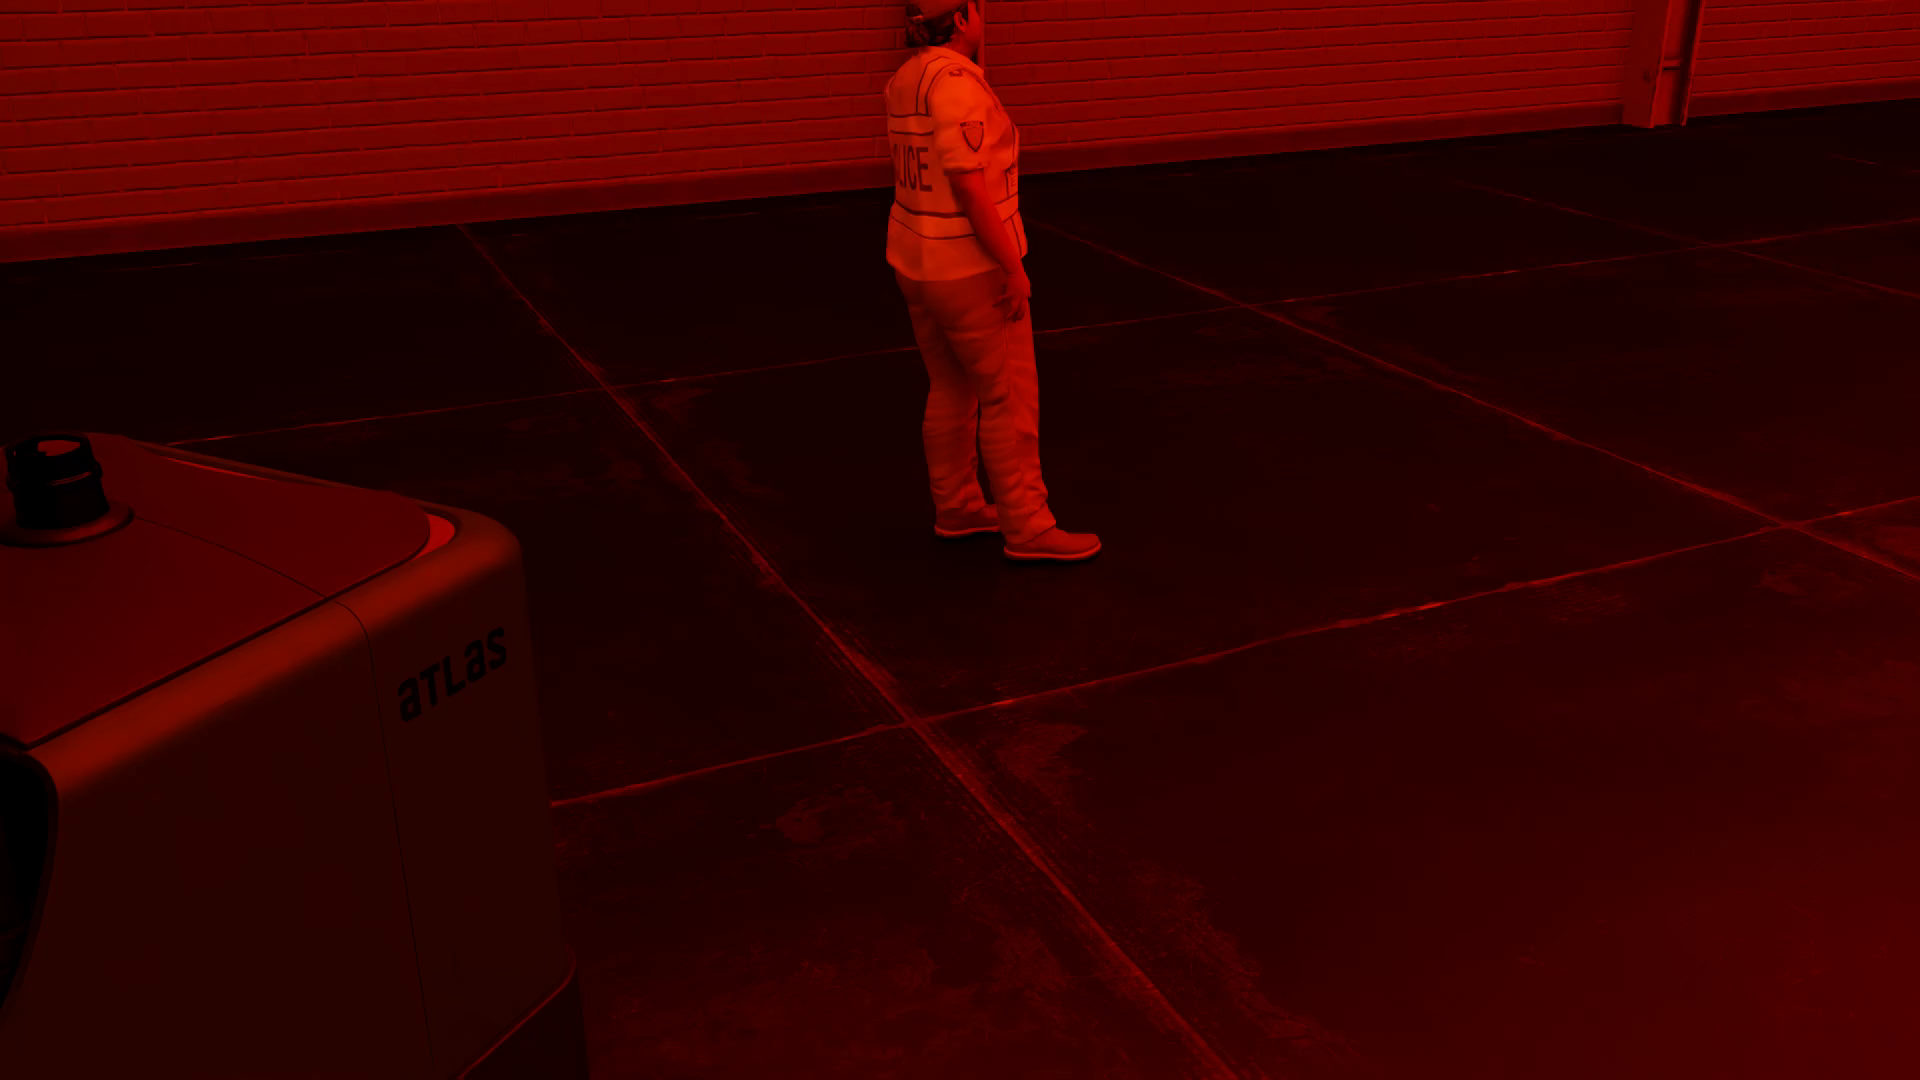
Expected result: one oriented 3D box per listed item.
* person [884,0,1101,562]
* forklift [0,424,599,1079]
[{"bbox_3d":[0.079,-0.782,4.795,0.529,1.670,0.598,-10,25,-23],"label":"person"},{"bbox_3d":[-1.708,0.022,1.233,1.130,2.935,3.031,11,25,24],"label":"forklift"}]
